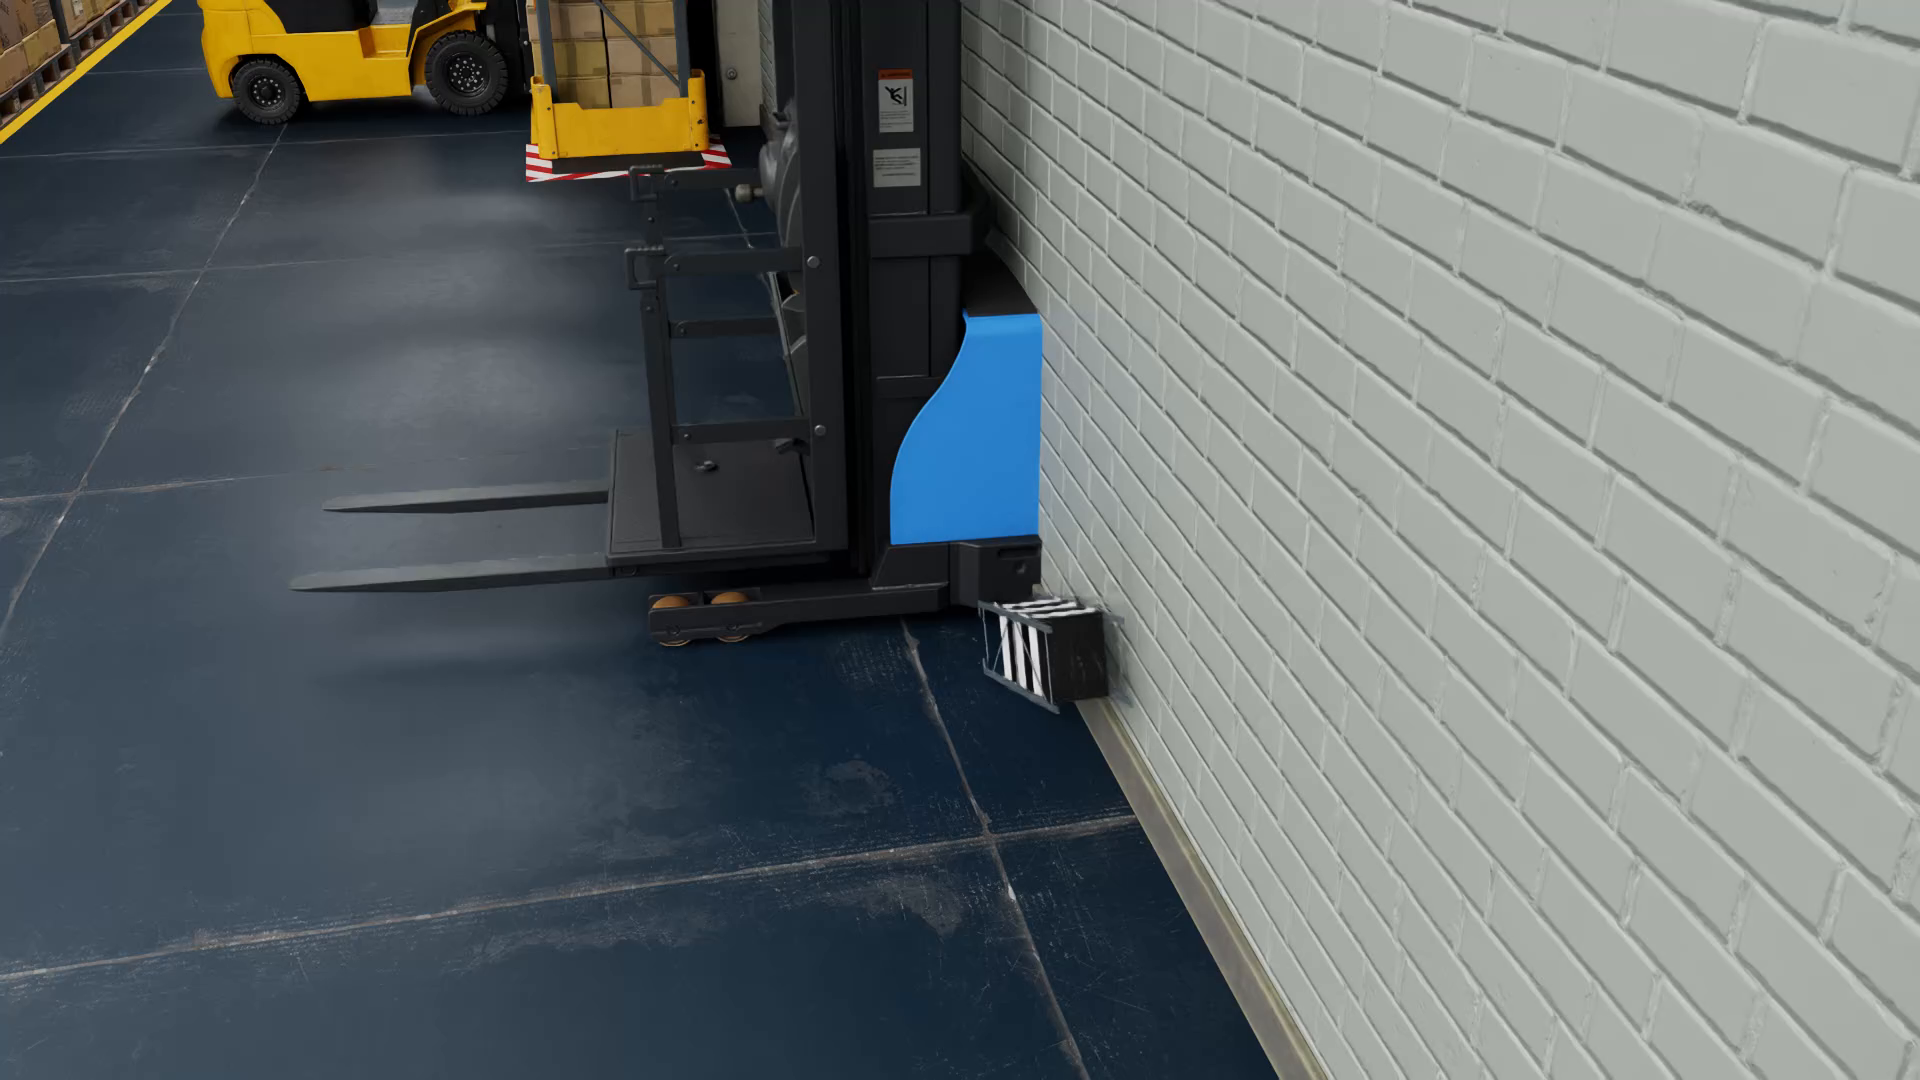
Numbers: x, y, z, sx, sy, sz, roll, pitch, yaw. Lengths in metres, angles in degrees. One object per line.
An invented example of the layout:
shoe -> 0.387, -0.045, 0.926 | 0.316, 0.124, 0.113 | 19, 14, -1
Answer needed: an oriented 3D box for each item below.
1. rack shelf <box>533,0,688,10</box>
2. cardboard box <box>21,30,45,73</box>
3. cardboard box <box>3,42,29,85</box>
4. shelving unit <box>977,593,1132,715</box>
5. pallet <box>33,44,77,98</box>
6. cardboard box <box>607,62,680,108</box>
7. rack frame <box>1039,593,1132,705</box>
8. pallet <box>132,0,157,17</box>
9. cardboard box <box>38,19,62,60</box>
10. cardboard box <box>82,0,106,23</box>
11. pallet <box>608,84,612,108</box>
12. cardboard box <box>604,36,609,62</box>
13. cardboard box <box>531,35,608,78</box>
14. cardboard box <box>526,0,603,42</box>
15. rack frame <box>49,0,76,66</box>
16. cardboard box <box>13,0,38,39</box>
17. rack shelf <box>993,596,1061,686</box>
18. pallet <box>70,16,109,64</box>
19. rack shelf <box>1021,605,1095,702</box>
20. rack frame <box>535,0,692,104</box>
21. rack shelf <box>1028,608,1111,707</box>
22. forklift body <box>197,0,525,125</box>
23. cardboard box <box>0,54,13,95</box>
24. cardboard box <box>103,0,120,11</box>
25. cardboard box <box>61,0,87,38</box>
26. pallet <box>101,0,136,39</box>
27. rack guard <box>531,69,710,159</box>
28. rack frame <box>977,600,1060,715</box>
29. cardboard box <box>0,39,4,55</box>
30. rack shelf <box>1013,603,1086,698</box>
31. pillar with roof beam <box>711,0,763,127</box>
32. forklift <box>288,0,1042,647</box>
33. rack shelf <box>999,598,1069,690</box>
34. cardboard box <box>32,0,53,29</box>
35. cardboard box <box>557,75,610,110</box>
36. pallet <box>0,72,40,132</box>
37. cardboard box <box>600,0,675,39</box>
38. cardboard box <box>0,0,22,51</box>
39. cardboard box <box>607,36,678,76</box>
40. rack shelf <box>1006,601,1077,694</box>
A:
rack shelf -> -2.815, -4.657, 12.947 | 1.077, 0.370, 4.000 | -6, 27, -12
cardboard box -> -7.576, -3.846, 13.126 | 0.500, 0.250, 0.500 | -7, 28, -13
cardboard box -> -7.466, -3.622, 12.683 | 0.500, 0.250, 0.500 | -6, 27, -11
shelving unit -> 0.261, 0.320, 4.918 | 0.210, 0.258, 0.900 | -6, 4, -12
pallet -> -7.915, -3.815, 13.574 | 1.003, 0.211, 1.213 | -6, 27, -12
cardboard box -> -2.284, -3.296, 12.037 | 0.500, 0.250, 0.500 | -6, 27, -11
rack frame -> 0.360, 0.310, 4.939 | 0.006, 0.240, 0.900 | -6, 4, -12
pallet -> -8.828, -5.519, 16.950 | 1.003, 0.211, 1.213 | -6, 27, -12
cardboard box -> -7.706, -4.079, 13.587 | 0.500, 0.250, 0.500 | -5, 27, -9
cardboard box -> -8.387, -4.911, 15.100 | 0.950, 0.372, 0.625 | -4, 27, -8
pallet -> -2.577, -3.187, 12.330 | 1.003, 0.211, 1.213 | -6, 27, -12
cardboard box -> -2.392, -3.730, 12.342 | 0.500, 0.250, 0.500 | -6, 27, -12
cardboard box -> -2.779, -3.466, 11.818 | 0.500, 0.250, 0.500 | -6, 27, -12
cardboard box -> -2.772, -3.677, 11.683 | 0.500, 0.250, 0.500 | -5, 27, -10
rack frame -> -8.101, -5.351, 13.522 | 1.000, 3.000, 0.127 | -6, 27, -12
cardboard box -> -7.590, -4.190, 12.976 | 0.500, 0.500, 0.500 | -5, 27, -11
rack shelf -> 0.217, 0.311, 5.127 | 0.200, 0.258, 0.077 | -6, 4, -12
pallet -> -8.278, -4.448, 14.828 | 1.003, 0.211, 1.213 | -6, 27, -12
rack shelf -> 0.291, 0.326, 4.775 | 0.200, 0.258, 0.077 | -6, 4, -12
rack frame -> -2.364, -4.101, 11.045 | 1.000, 3.000, 0.127 | -6, 27, -12
rack shelf -> 0.309, 0.330, 4.687 | 0.200, 0.258, 0.077 | -6, 4, -12
forklift body -> -4.569, -4.369, 12.519 | 2.313, 2.155, 1.214 | -6, 27, -12
cardboard box -> -7.355, -3.400, 12.243 | 0.500, 0.250, 0.500 | -4, 27, -8
cardboard box -> -8.545, -5.216, 15.705 | 0.950, 0.372, 0.625 | -5, 27, -10
cardboard box -> -8.221, -4.595, 14.476 | 0.950, 0.372, 0.625 | -6, 27, -11
pallet -> -8.556, -4.984, 15.891 | 1.003, 0.211, 1.213 | -6, 27, -12
rack guard -> -2.359, -2.974, 11.588 | 1.175, 0.500, 0.348 | -6, 27, -12
rack frame -> 0.162, 0.330, 4.898 | 0.006, 0.240, 0.900 | -6, 4, -12
cardboard box -> -7.345, -3.732, 12.069 | 0.500, 0.500, 0.500 | -5, 27, -11
rack shelf -> 0.272, 0.322, 4.863 | 0.200, 0.258, 0.077 | -6, 4, -12
pillar with roof beam -> -5.837, -6.739, 9.614 | 9.100, 9.000, 0.400 | -6, 27, -12
forklift -> -0.758, -1.208, 5.390 | 3.031, 2.935, 1.130 | -4, 27, -8
rack shelf -> 0.236, 0.314, 5.039 | 0.200, 0.258, 0.077 | -6, 4, -12
cardboard box -> -7.706, -4.413, 13.418 | 0.500, 0.500, 0.500 | -6, 27, -12
cardboard box -> -2.778, -3.235, 11.915 | 0.500, 0.250, 0.500 | -6, 27, -11
pallet -> -7.637, -3.278, 12.511 | 1.003, 0.211, 1.213 | -6, 27, -12
cardboard box -> -2.288, -3.737, 11.801 | 0.500, 0.250, 0.500 | -6, 27, -12
cardboard box -> -7.474, -3.966, 12.532 | 0.500, 0.500, 0.500 | -5, 27, -9
cardboard box -> -2.268, -3.511, 11.908 | 0.500, 0.250, 0.500 | -5, 27, -11
rack shelf -> 0.254, 0.318, 4.951 | 0.200, 0.258, 0.077 | -6, 4, -12
